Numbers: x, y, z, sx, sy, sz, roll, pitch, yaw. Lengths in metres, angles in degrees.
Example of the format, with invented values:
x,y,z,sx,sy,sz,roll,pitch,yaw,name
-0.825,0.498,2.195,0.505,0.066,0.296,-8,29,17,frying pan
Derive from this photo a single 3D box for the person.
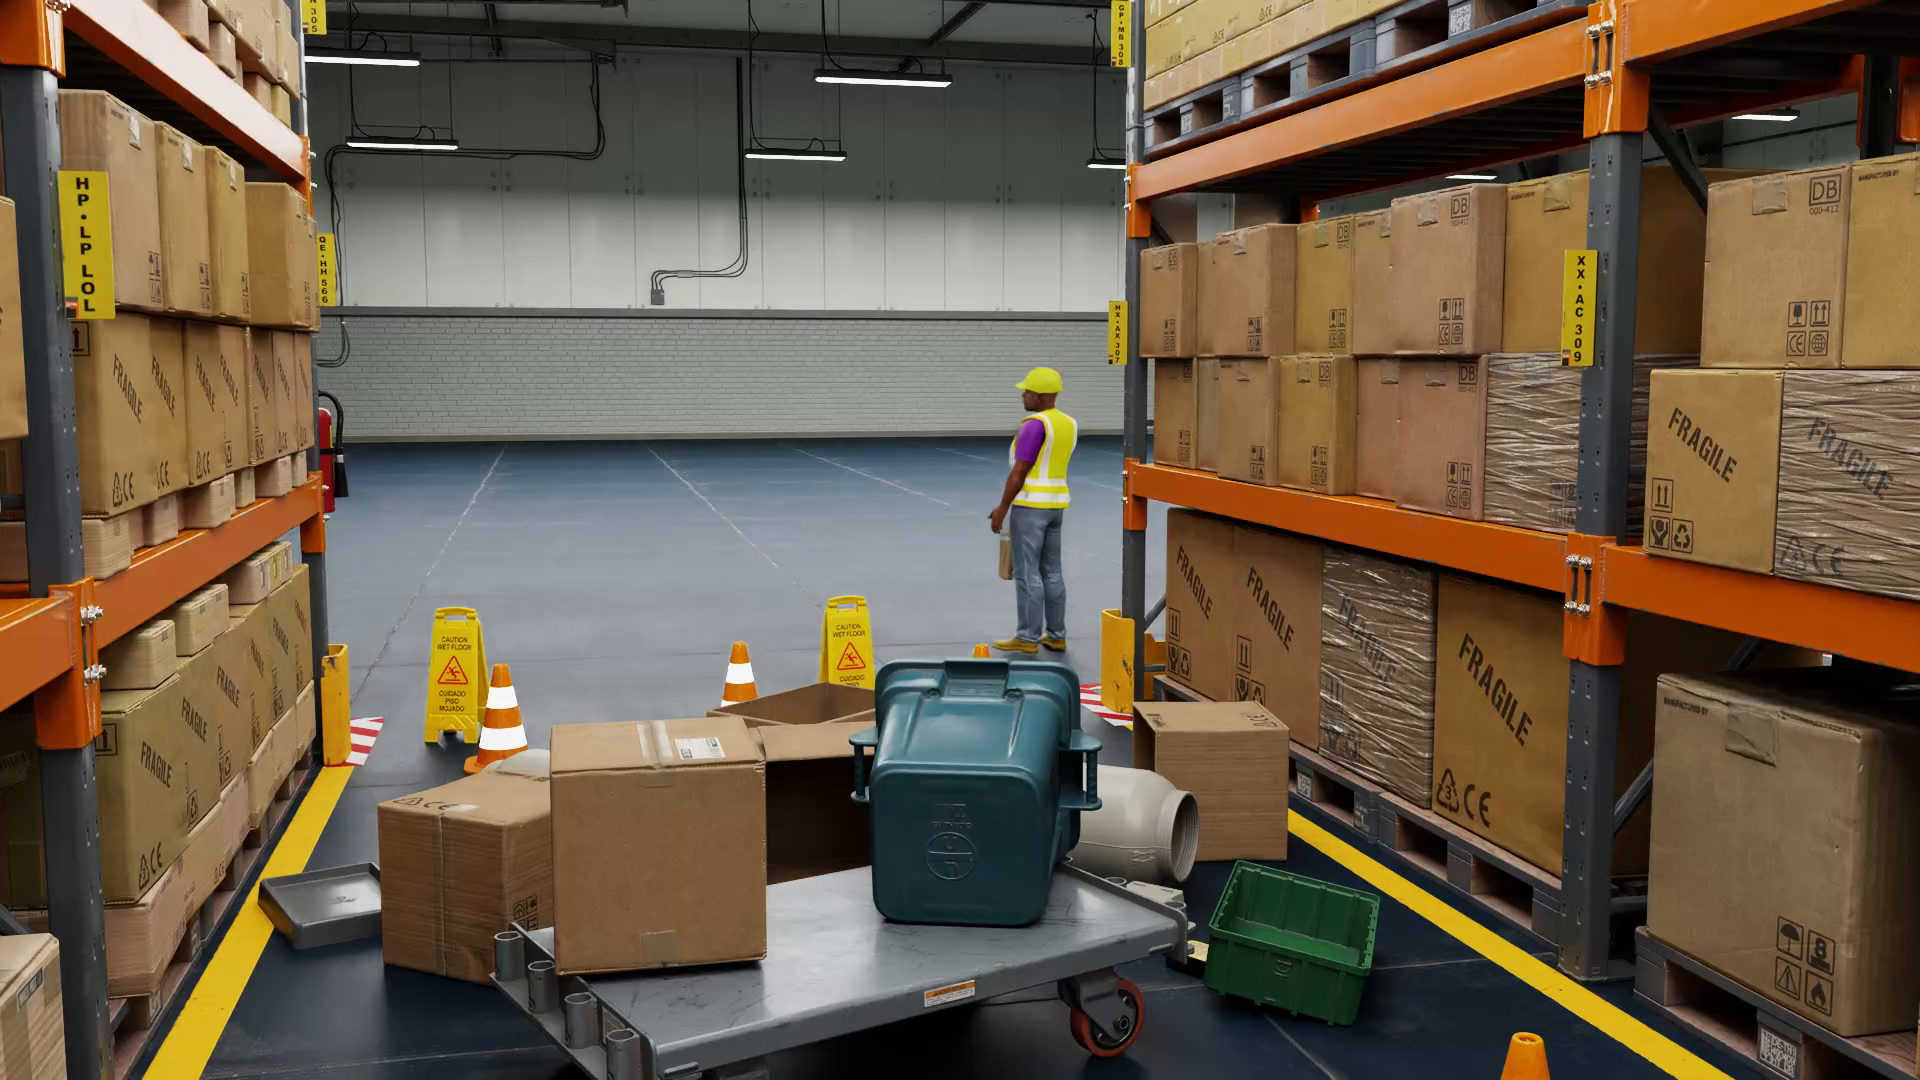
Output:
x,y,z,sx,sy,sz,roll,pitch,yaw,name
0.478,-0.190,10.404,0.400,1.772,0.600,4,7,34,person
